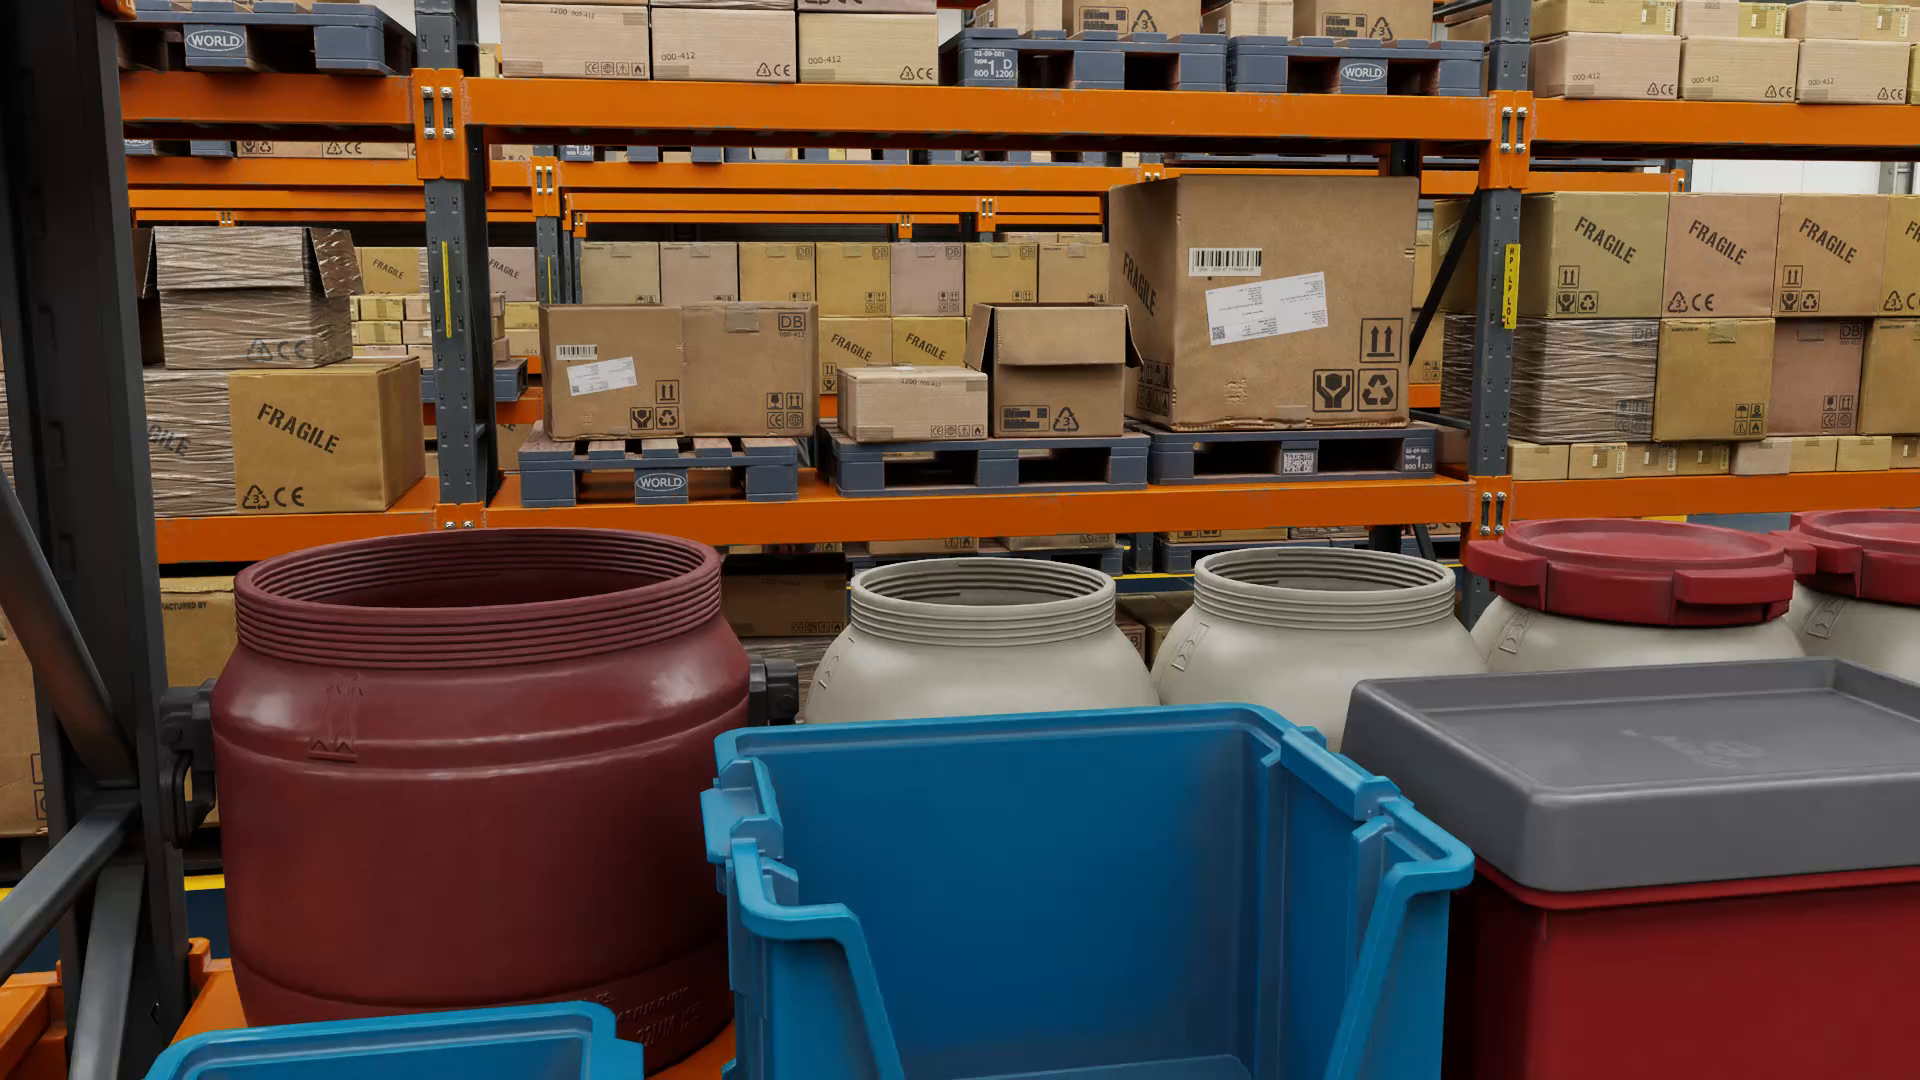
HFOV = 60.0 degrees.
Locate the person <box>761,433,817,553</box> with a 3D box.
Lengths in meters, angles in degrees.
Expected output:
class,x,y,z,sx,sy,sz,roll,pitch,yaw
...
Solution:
class,x,y,z,sx,sy,sz,roll,pitch,yaw
person,-0.902,-0.087,8.483,0.475,1.719,0.579,-2,10,-14
